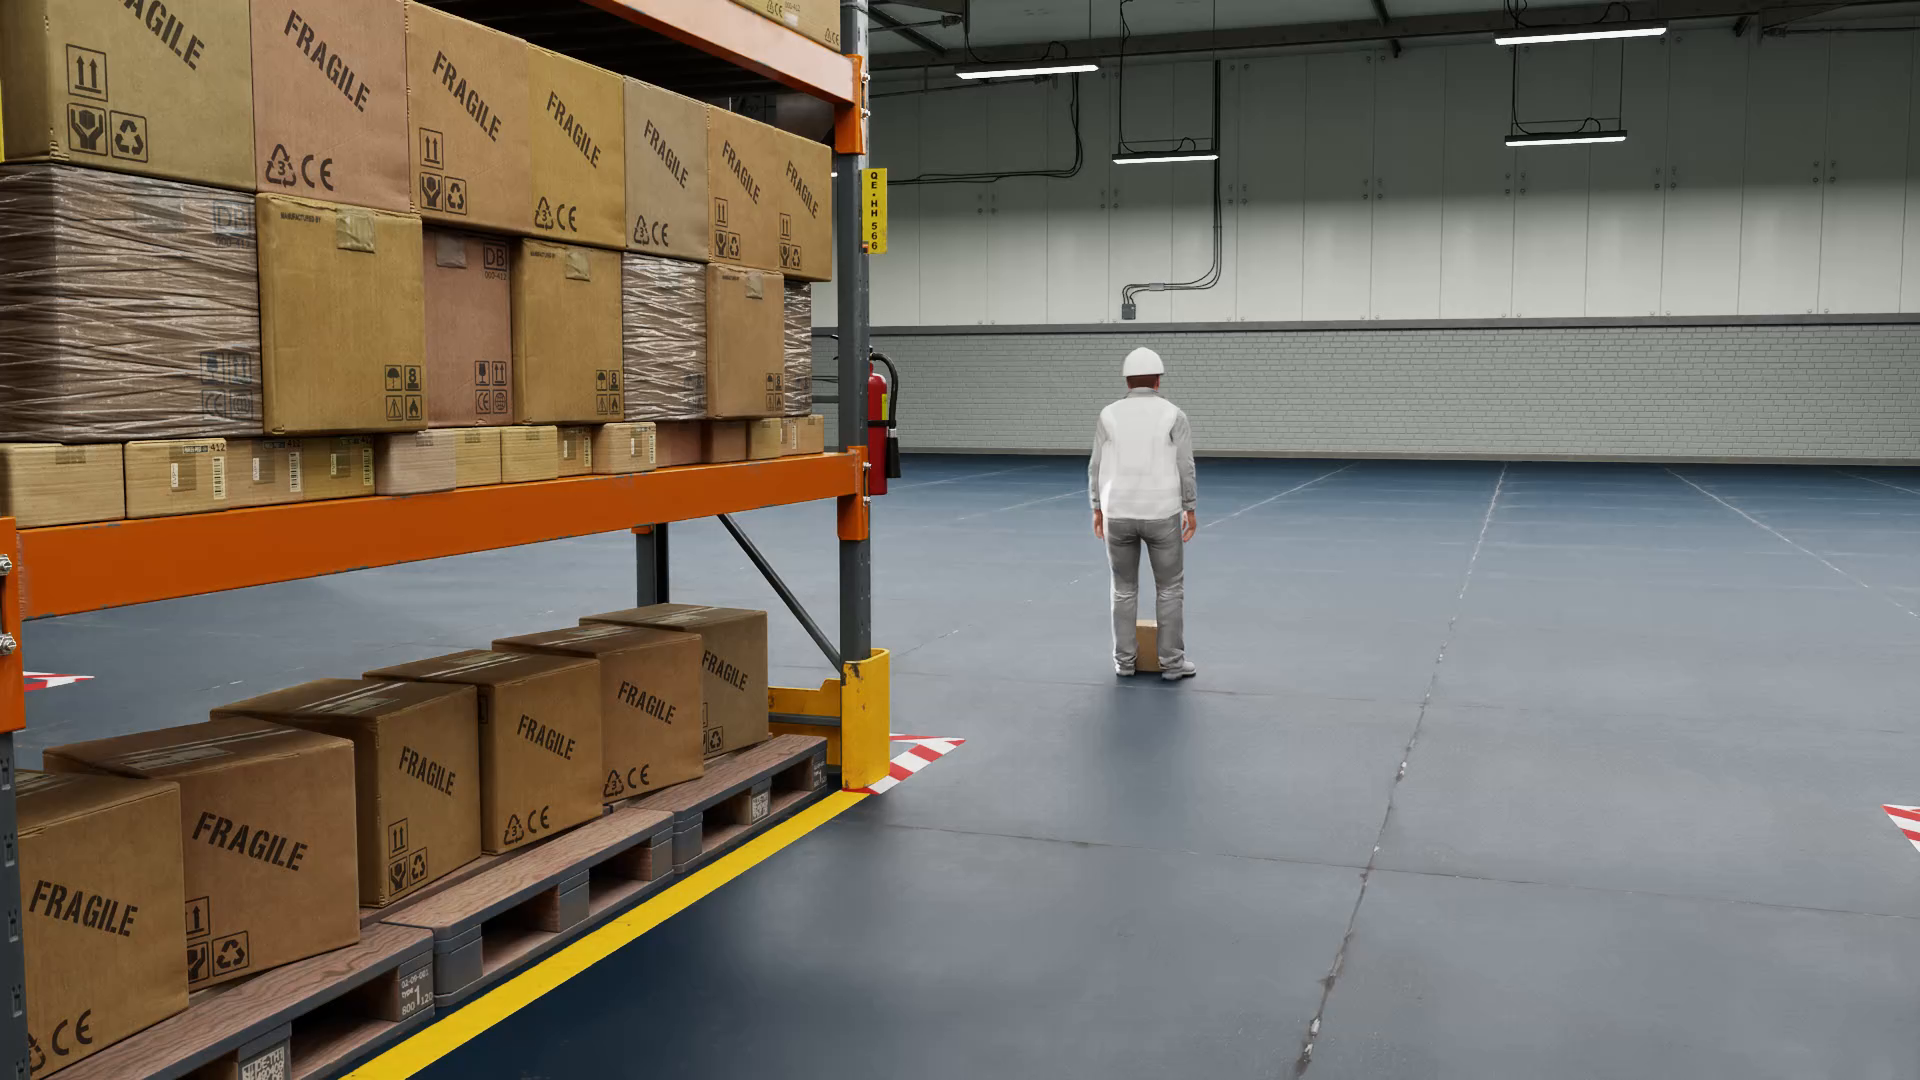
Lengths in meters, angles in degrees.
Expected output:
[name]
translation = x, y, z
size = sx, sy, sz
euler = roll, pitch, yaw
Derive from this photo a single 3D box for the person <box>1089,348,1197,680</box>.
[person]
translation = 0.989, -0.147, 8.966
size = 0.581, 1.771, 0.465
euler = 2, 5, 18
